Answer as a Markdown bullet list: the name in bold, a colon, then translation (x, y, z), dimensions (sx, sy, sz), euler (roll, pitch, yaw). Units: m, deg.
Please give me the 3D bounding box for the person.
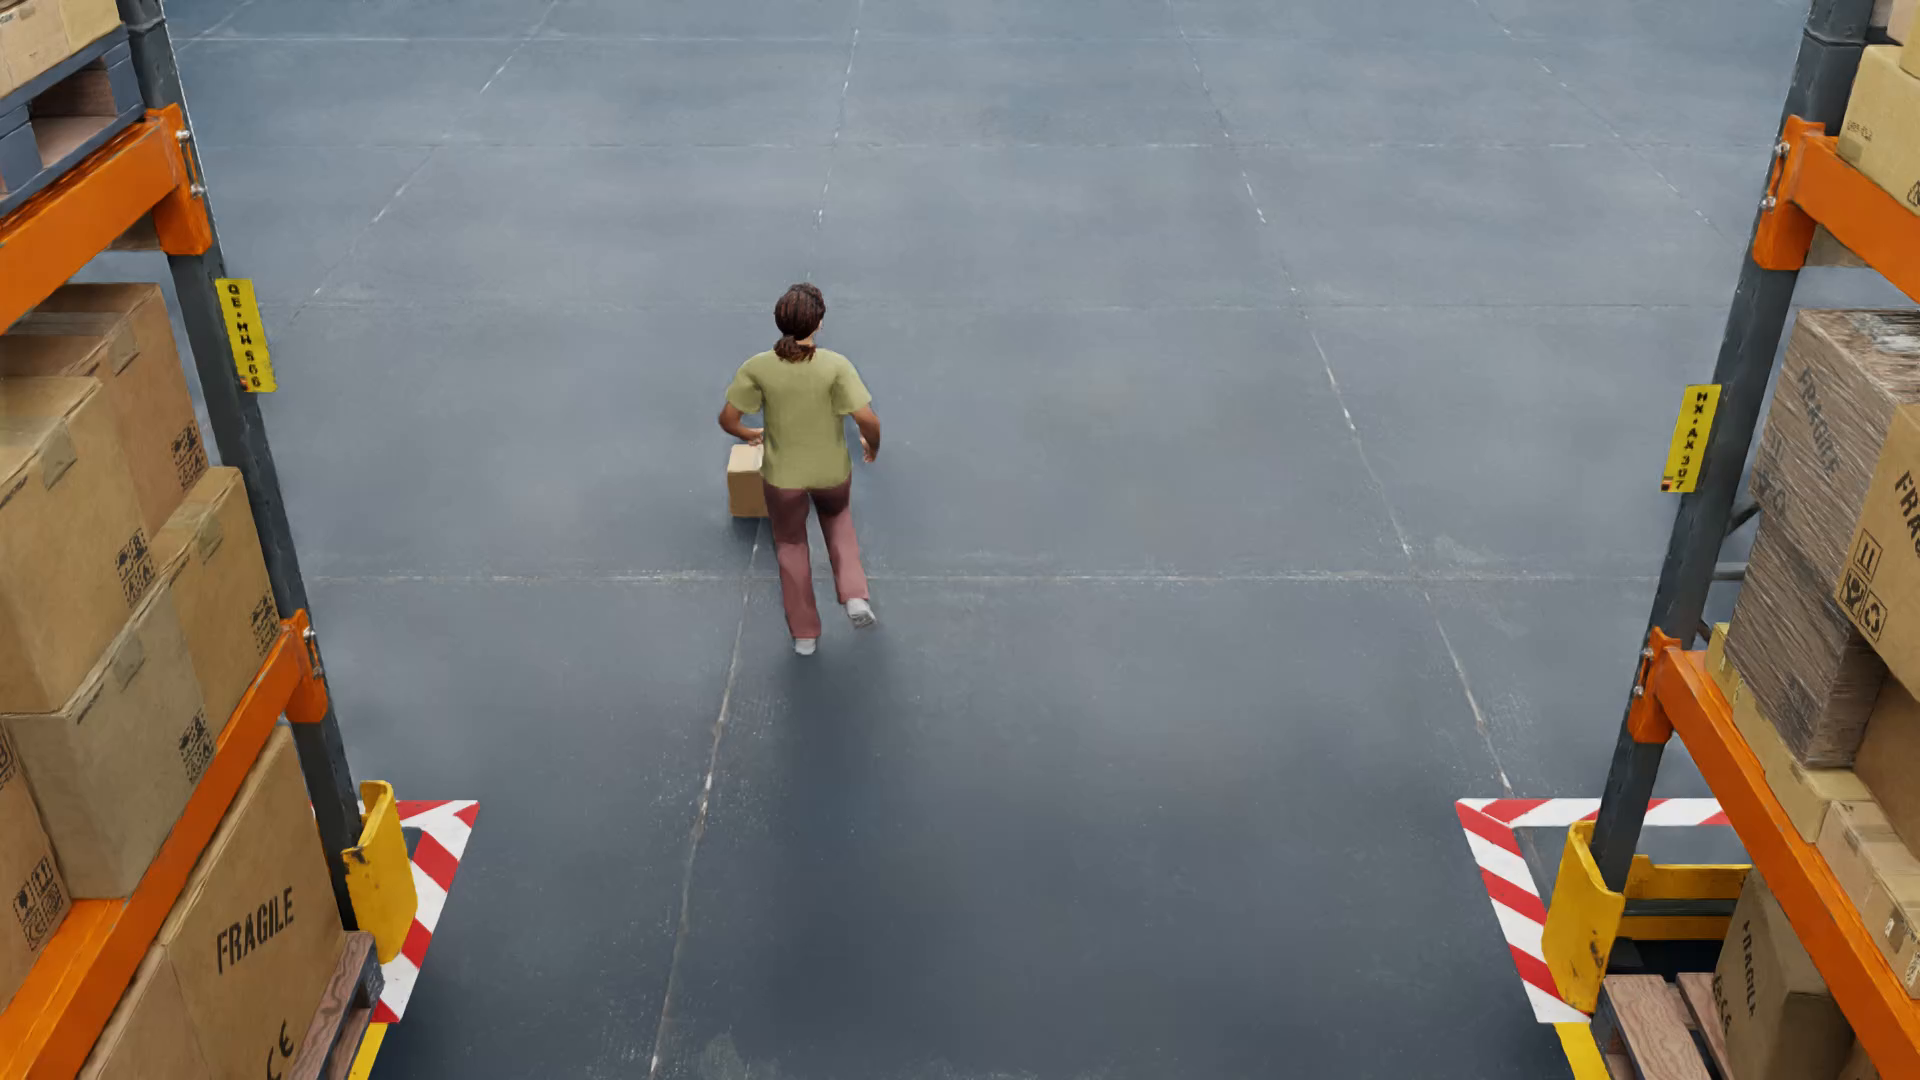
- **person**: translation (-0.636, -0.286, 6.639), dimensions (0.616, 1.635, 0.488), euler (-5, 32, -9)
